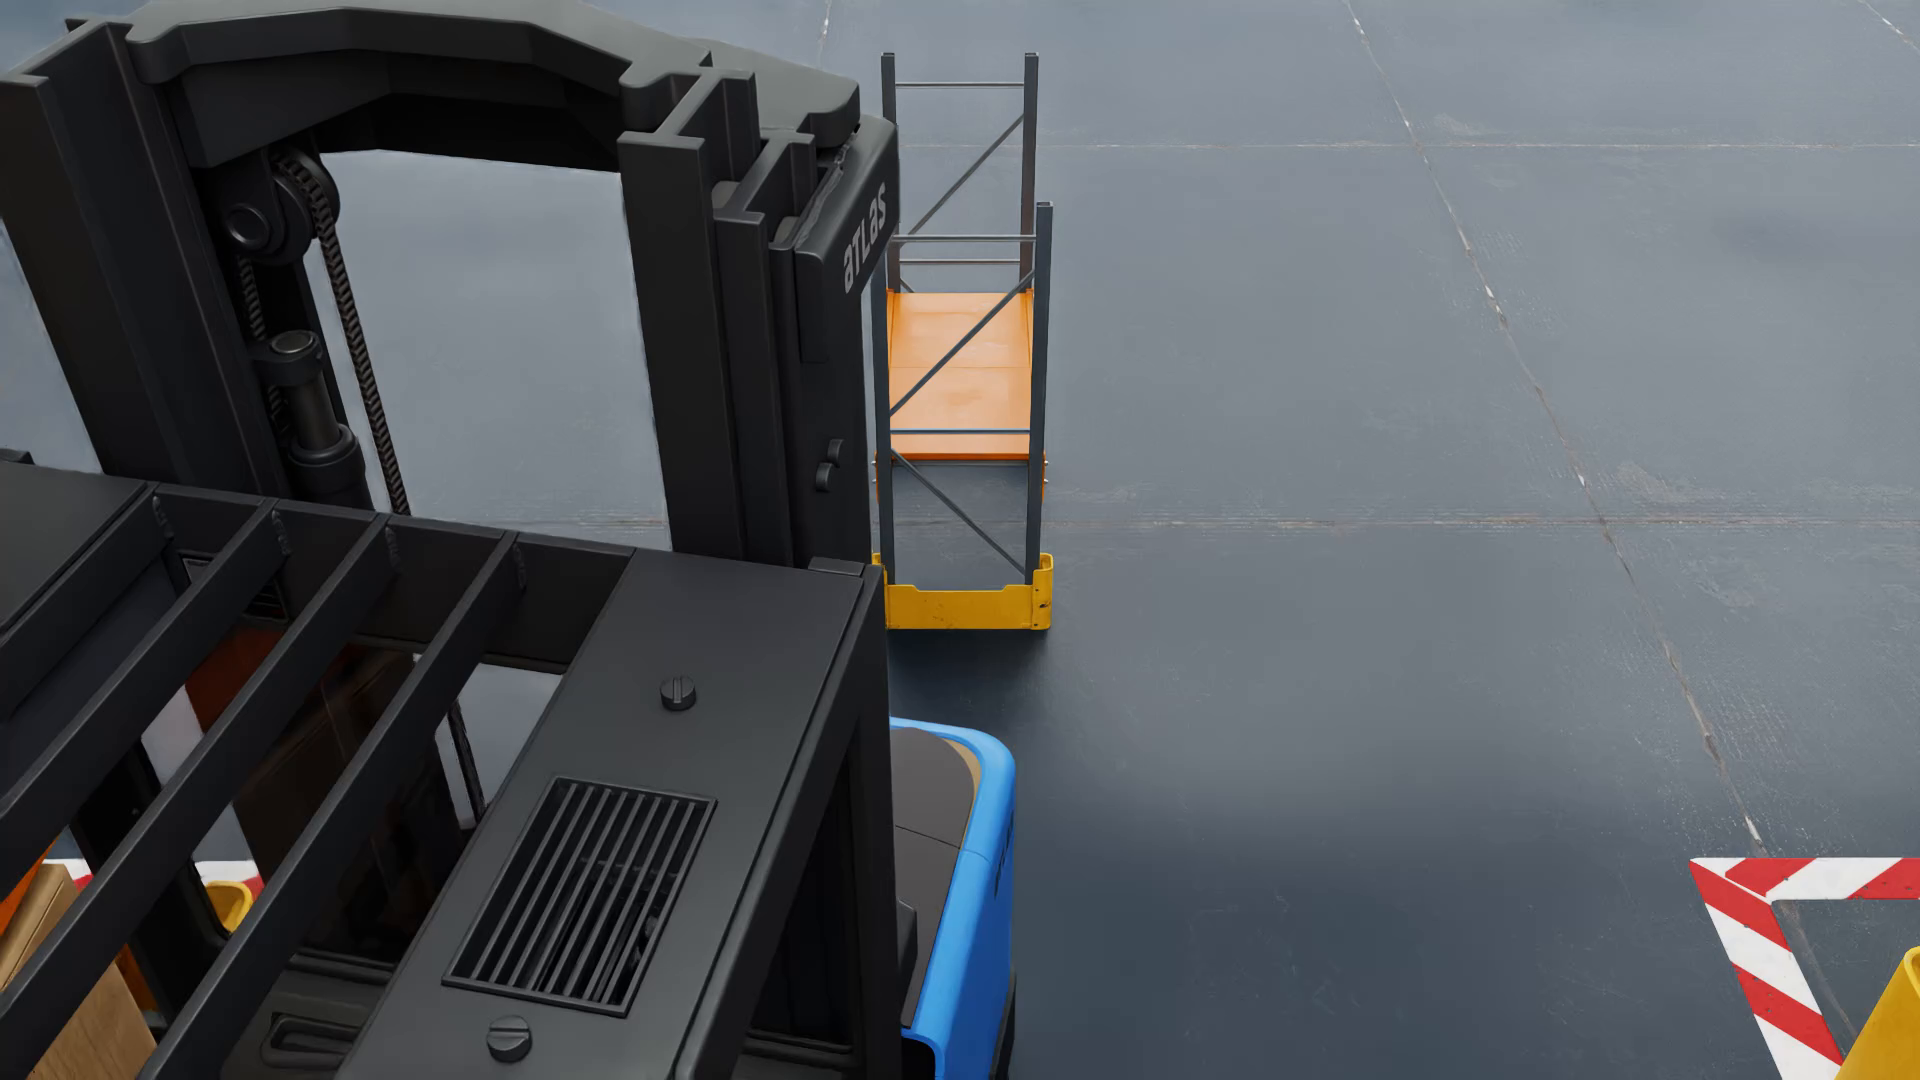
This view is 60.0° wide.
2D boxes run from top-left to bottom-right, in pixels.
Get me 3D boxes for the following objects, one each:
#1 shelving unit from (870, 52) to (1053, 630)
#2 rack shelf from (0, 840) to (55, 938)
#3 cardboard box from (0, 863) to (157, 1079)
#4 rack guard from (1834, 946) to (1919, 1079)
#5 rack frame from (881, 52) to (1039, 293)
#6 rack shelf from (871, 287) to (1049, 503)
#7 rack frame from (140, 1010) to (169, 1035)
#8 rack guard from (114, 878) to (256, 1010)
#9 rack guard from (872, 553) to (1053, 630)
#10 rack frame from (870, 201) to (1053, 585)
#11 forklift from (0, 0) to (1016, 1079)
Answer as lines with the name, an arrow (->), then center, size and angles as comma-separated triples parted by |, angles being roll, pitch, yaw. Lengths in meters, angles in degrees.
shelving unit -> 0.000, -0.633, 5.340 | 0.587, 1.500, 1.083 | 0, 39, 0
rack shelf -> -2.242, 1.678, 1.833 | 1.077, 0.370, 4.000 | 0, 39, 0
cardboard box -> -2.178, 1.236, 3.173 | 0.875, 0.875, 0.875 | 0, 39, 0
rack guard -> 2.715, 1.229, 3.817 | 1.175, 0.500, 0.348 | 0, 39, 0
rack frame -> -0.001, -0.956, 5.744 | 0.500, 1.500, 0.032 | 0, 39, 0
rack shelf -> 0.000, -0.498, 5.460 | 0.538, 0.185, 1.000 | 0, 39, 0
rack frame -> -2.245, 0.147, 3.169 | 1.000, 3.000, 0.127 | 0, 39, 0
rack guard -> -2.245, 1.107, 3.969 | 1.175, 0.500, 0.348 | 0, 39, 0
rack guard -> 0.000, 0.166, 5.343 | 0.587, 0.250, 0.087 | 0, 39, 0
rack frame -> 0.000, -0.321, 4.951 | 0.500, 1.500, 0.032 | 0, 39, 0
forklift -> -0.671, 0.946, 2.226 | 1.130, 2.935, 3.031 | 7, 39, 9
